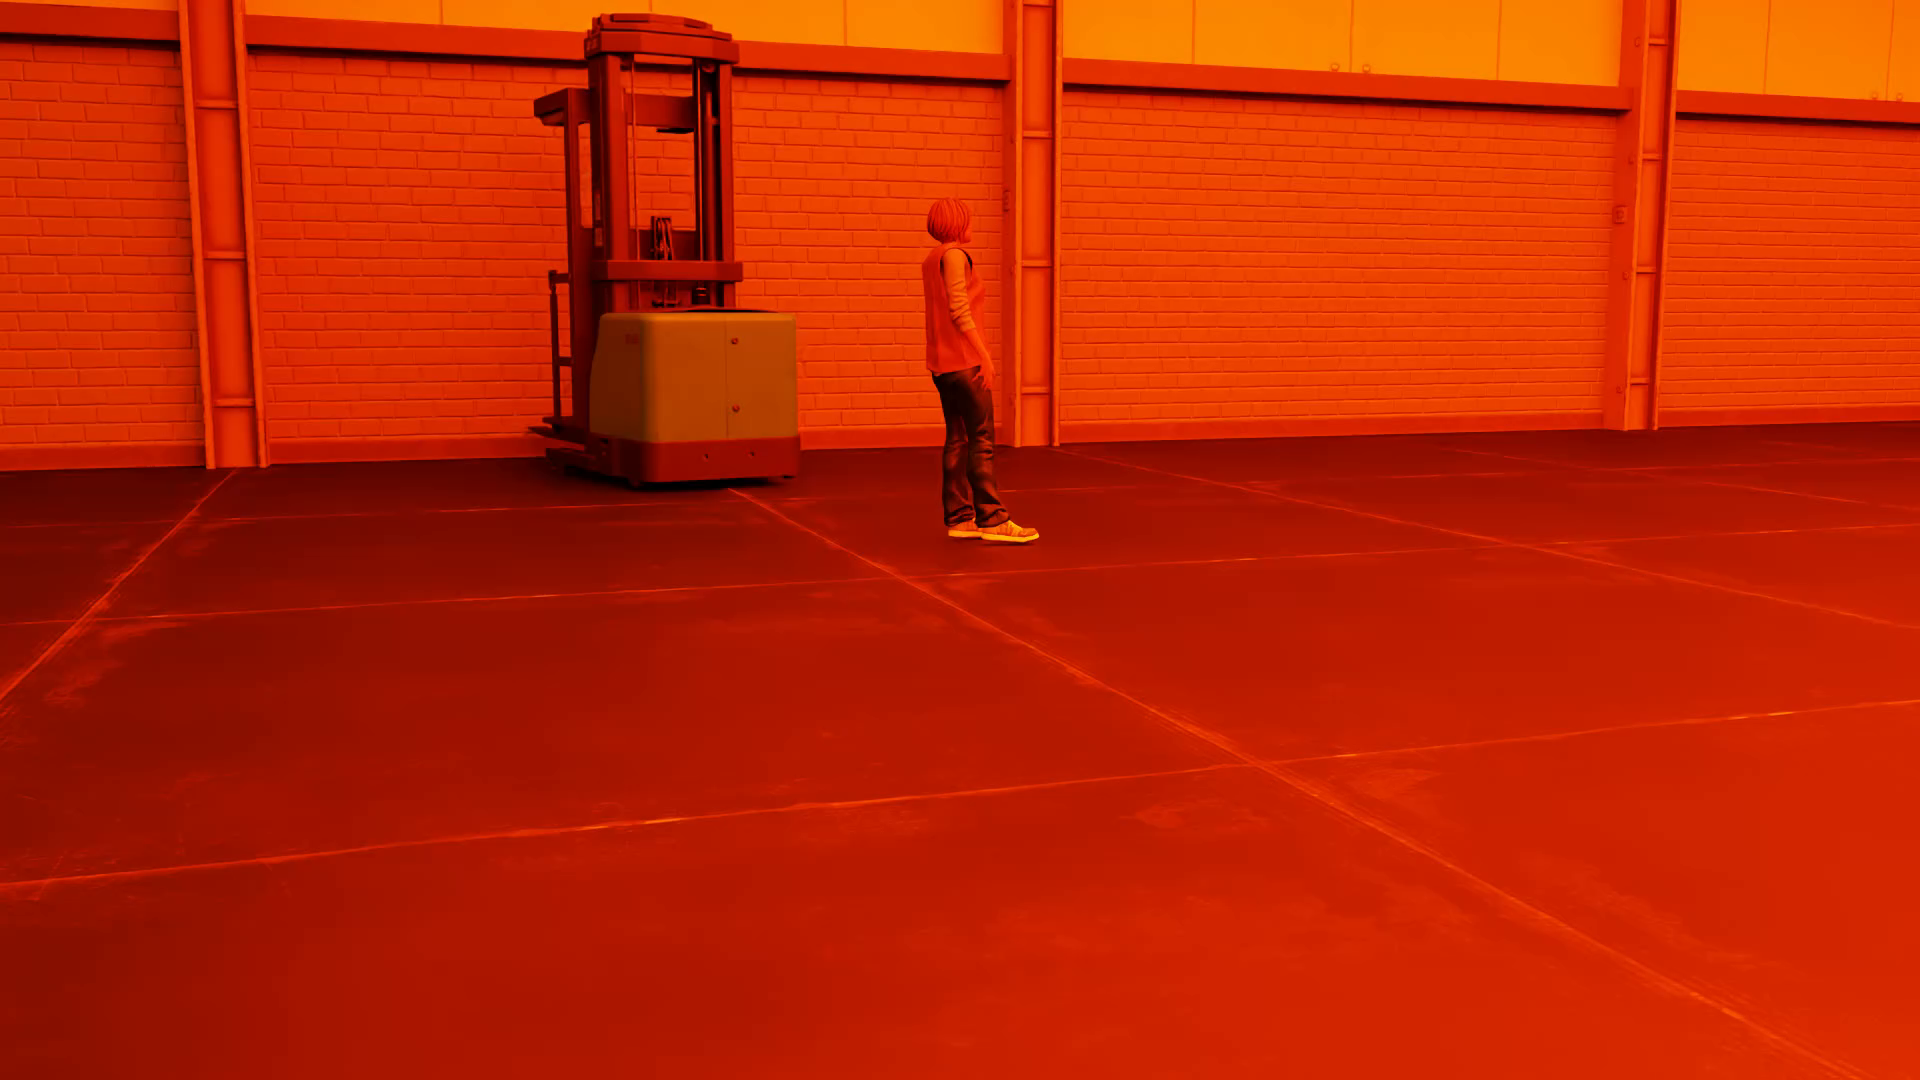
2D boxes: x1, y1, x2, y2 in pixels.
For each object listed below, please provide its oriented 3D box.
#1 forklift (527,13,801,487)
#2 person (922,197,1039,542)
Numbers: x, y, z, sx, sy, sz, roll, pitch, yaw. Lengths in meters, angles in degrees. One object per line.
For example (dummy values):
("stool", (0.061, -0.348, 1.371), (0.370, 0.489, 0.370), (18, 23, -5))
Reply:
("forklift", (-2.188, -1.930, 11.237), (1.130, 2.935, 3.031), (-5, 9, -31))
("person", (0.075, -0.800, 7.825), (0.473, 1.599, 0.520), (-3, 8, -18))
